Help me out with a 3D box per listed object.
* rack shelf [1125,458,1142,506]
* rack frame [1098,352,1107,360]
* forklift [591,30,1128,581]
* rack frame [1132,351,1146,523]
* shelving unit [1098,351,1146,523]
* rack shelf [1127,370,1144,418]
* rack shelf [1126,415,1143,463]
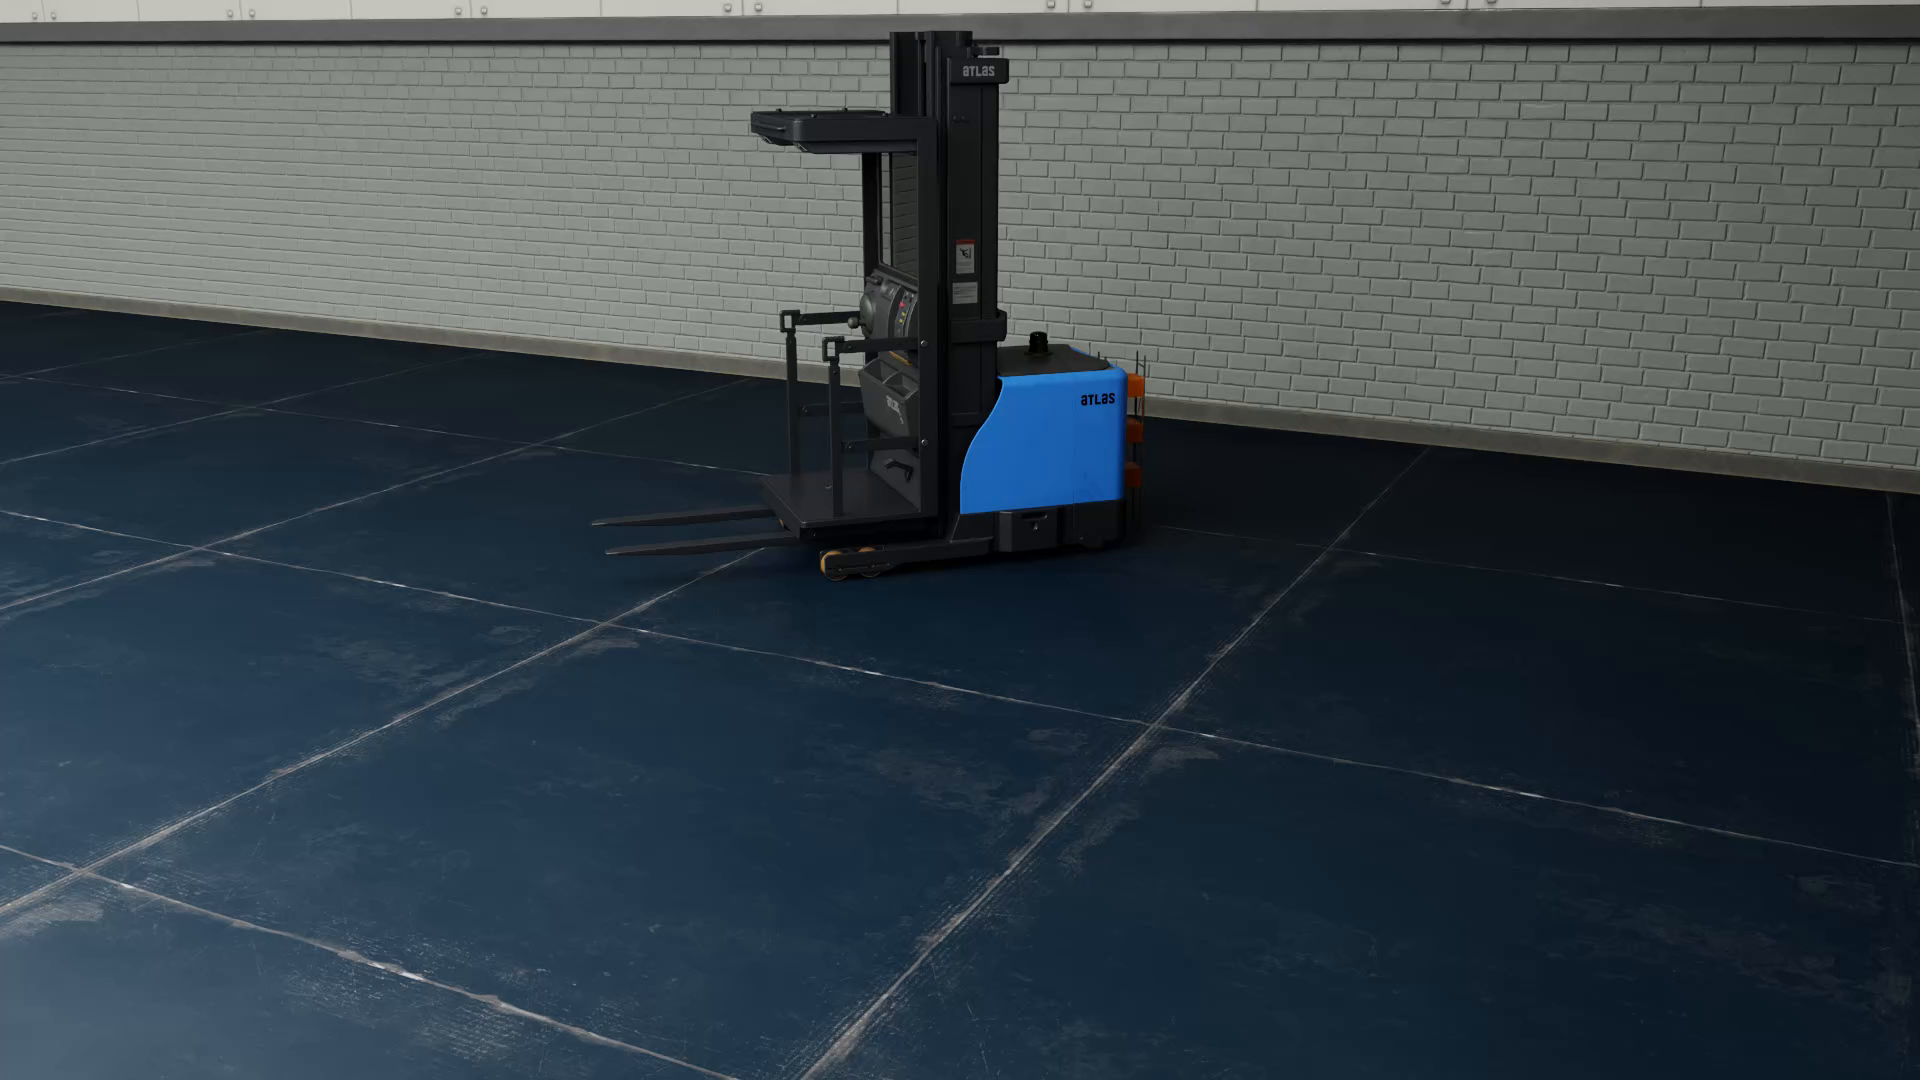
[{"bbox_3d":[0.990,-0.356,10.385,0.240,0.259,0.215,-2,16,-8],"label":"rack shelf"},{"bbox_3d":[0.869,-0.629,10.290,0.008,1.050,0.200,-2,16,-8],"label":"rack frame"},{"bbox_3d":[-0.590,-1.347,9.411,3.031,2.935,1.130,-6,17,-18],"label":"forklift"},{"bbox_3d":[1.110,-0.639,10.325,0.008,1.050,0.200,-2,16,-8],"label":"rack frame"},{"bbox_3d":[0.990,-0.634,10.307,0.252,1.050,0.215,-2,16,-8],"label":"shelving unit"},{"bbox_3d":[0.989,-0.897,10.234,0.240,0.259,0.215,-2,16,-8],"label":"rack shelf"},{"bbox_3d":[0.990,-0.623,10.310,0.240,0.259,0.215,-2,16,-8],"label":"rack shelf"}]
